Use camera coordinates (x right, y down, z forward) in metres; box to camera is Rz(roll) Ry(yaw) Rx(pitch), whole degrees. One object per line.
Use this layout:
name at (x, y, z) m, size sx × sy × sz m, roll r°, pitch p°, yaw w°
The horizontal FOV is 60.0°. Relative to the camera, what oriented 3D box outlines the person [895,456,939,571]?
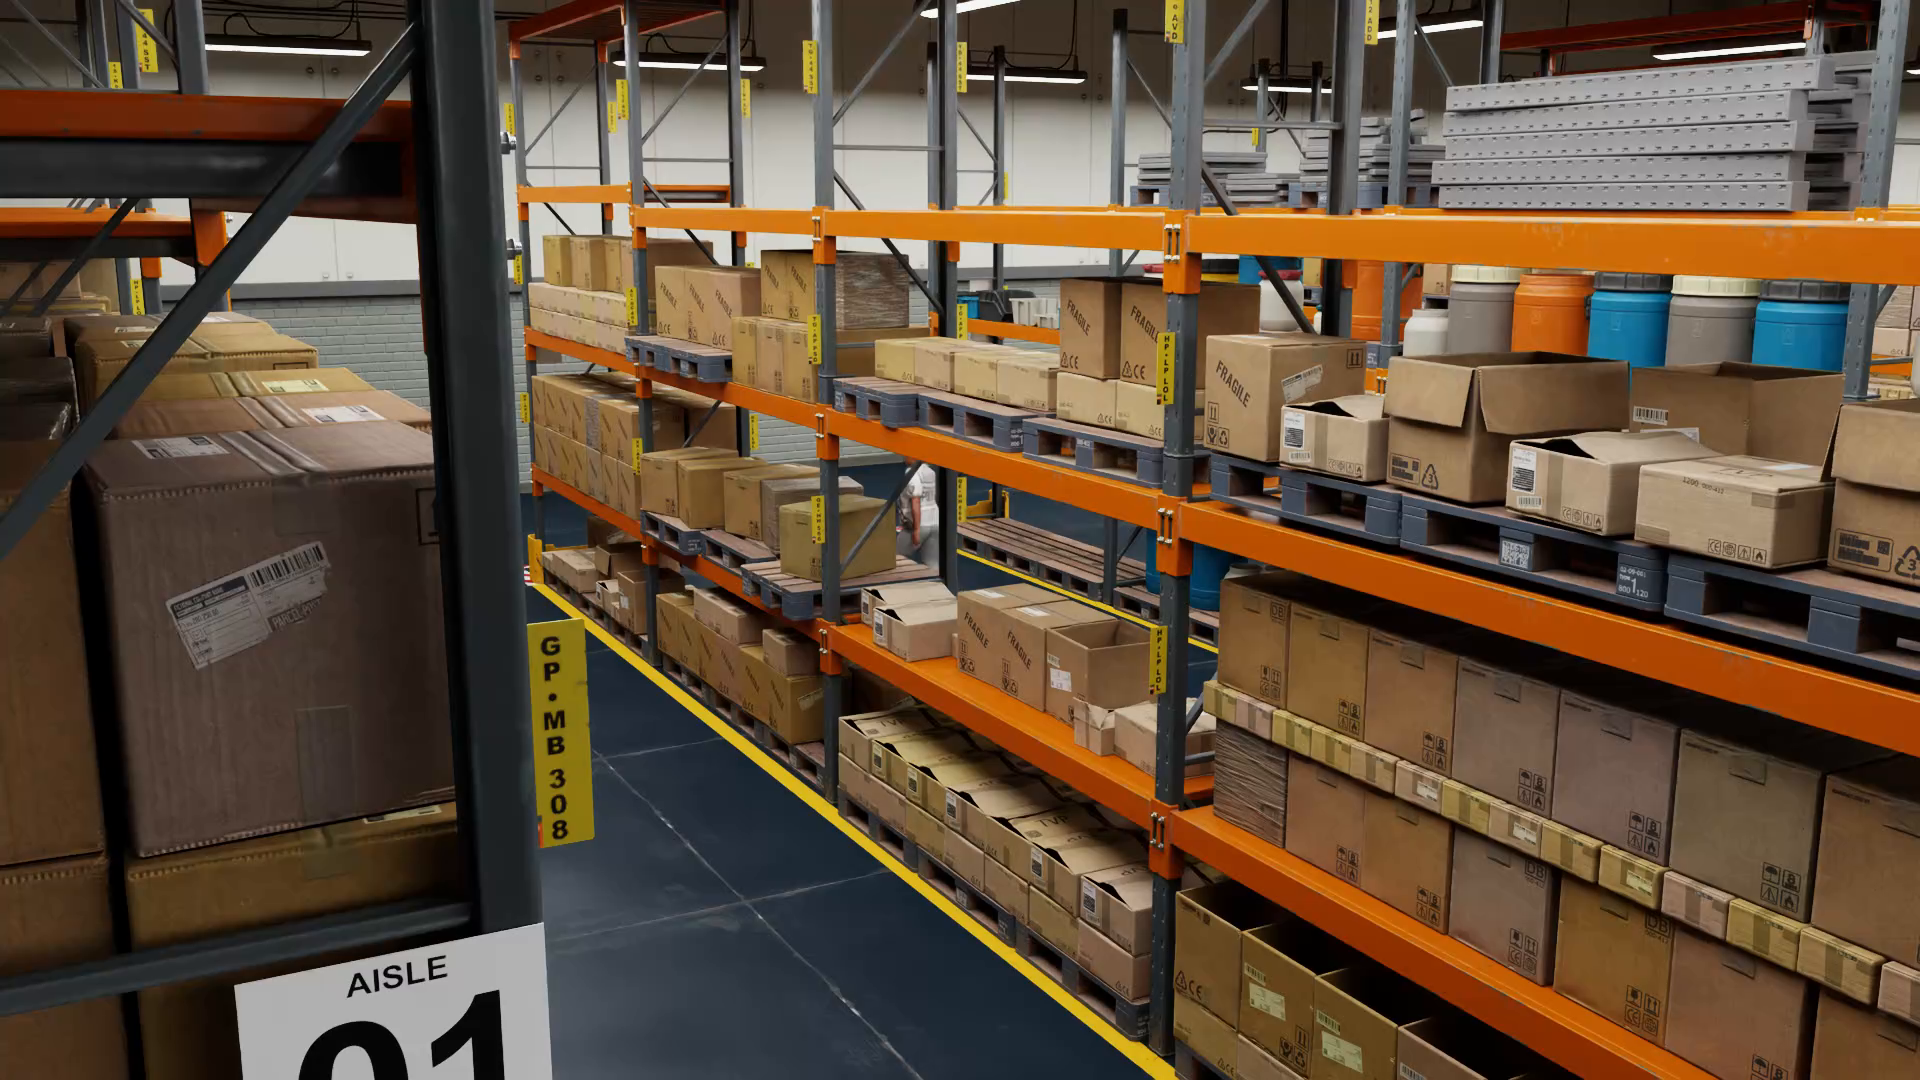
person at (-0.398, -0.136, 17.021) m, size 0.519 × 1.758 × 0.571 m, roll 7°, pitch 13°, yaw 30°
